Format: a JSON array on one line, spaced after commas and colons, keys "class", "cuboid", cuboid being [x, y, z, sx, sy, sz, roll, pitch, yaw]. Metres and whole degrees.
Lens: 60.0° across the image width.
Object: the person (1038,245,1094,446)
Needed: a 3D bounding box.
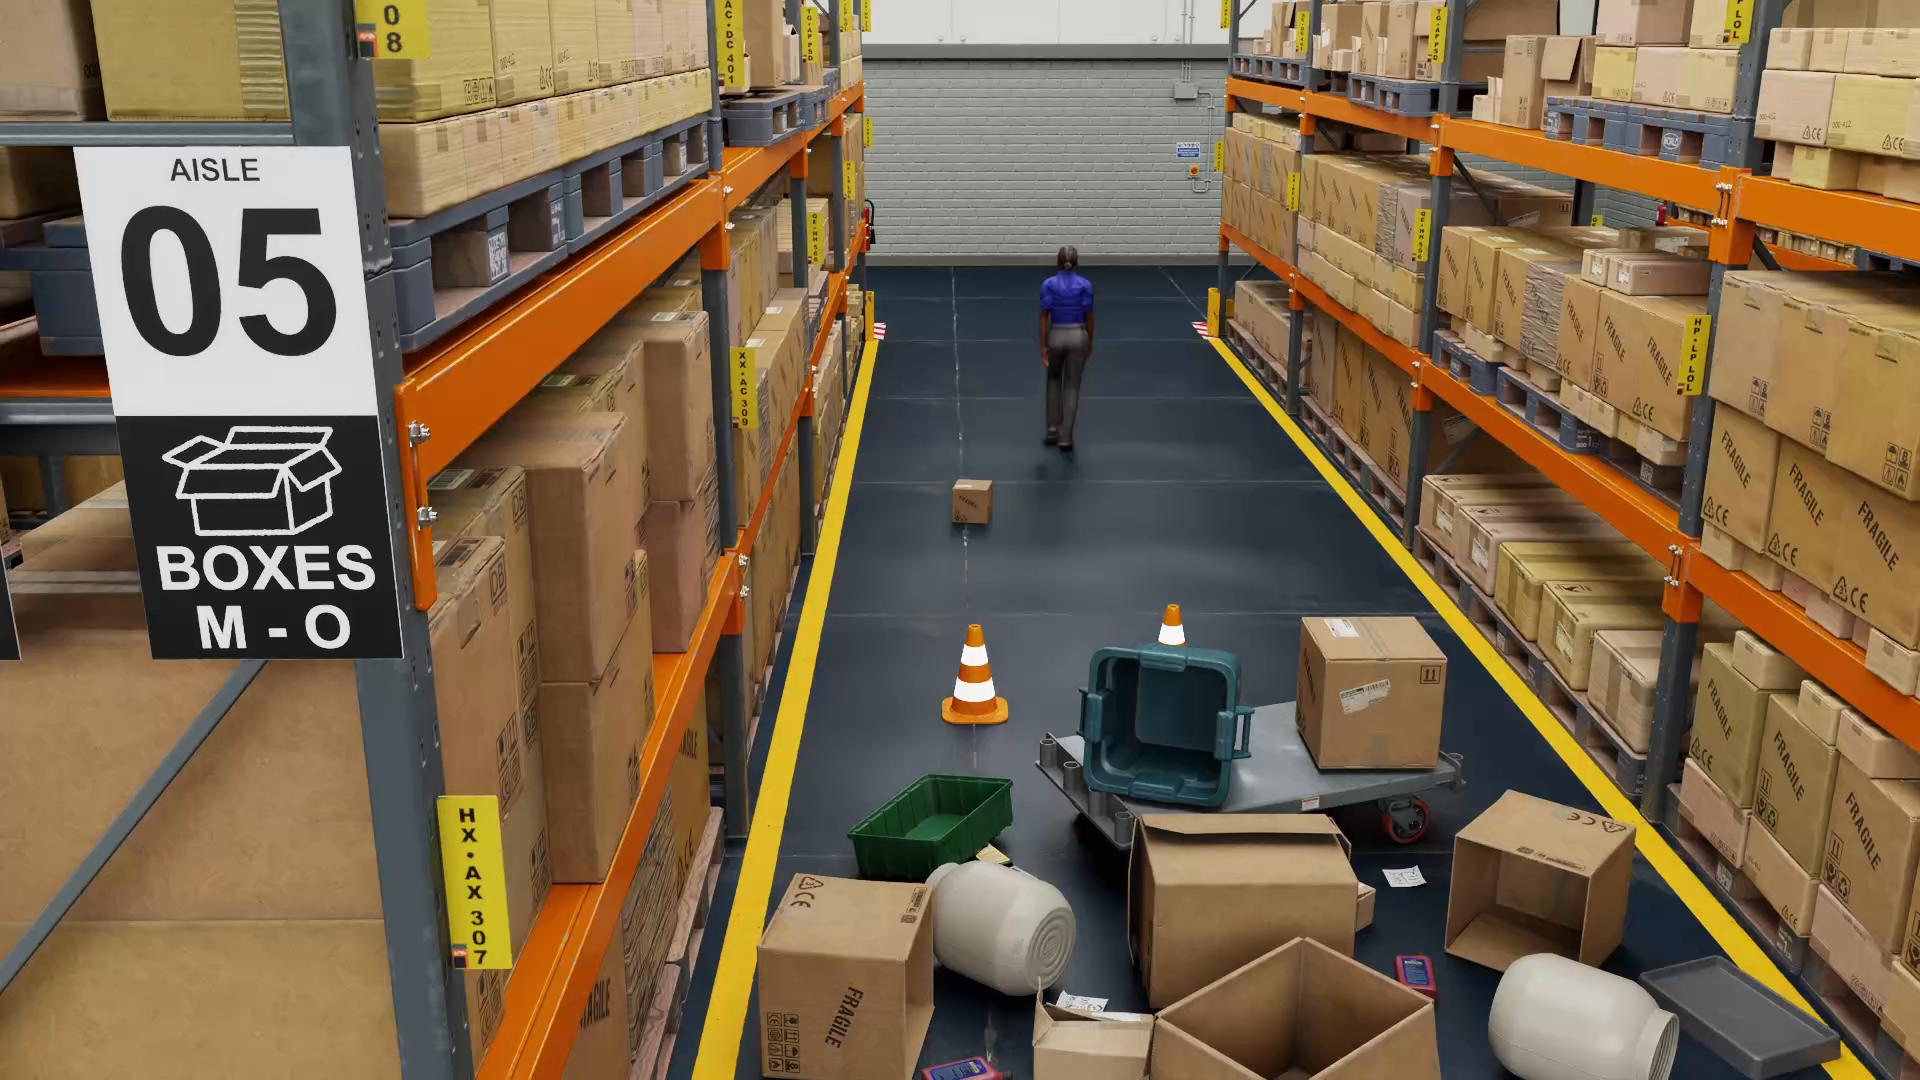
[{"class": "person", "cuboid": [0.878, -1.567, 13.709, 0.435, 1.715, 0.566, 3, 18, 11]}]
